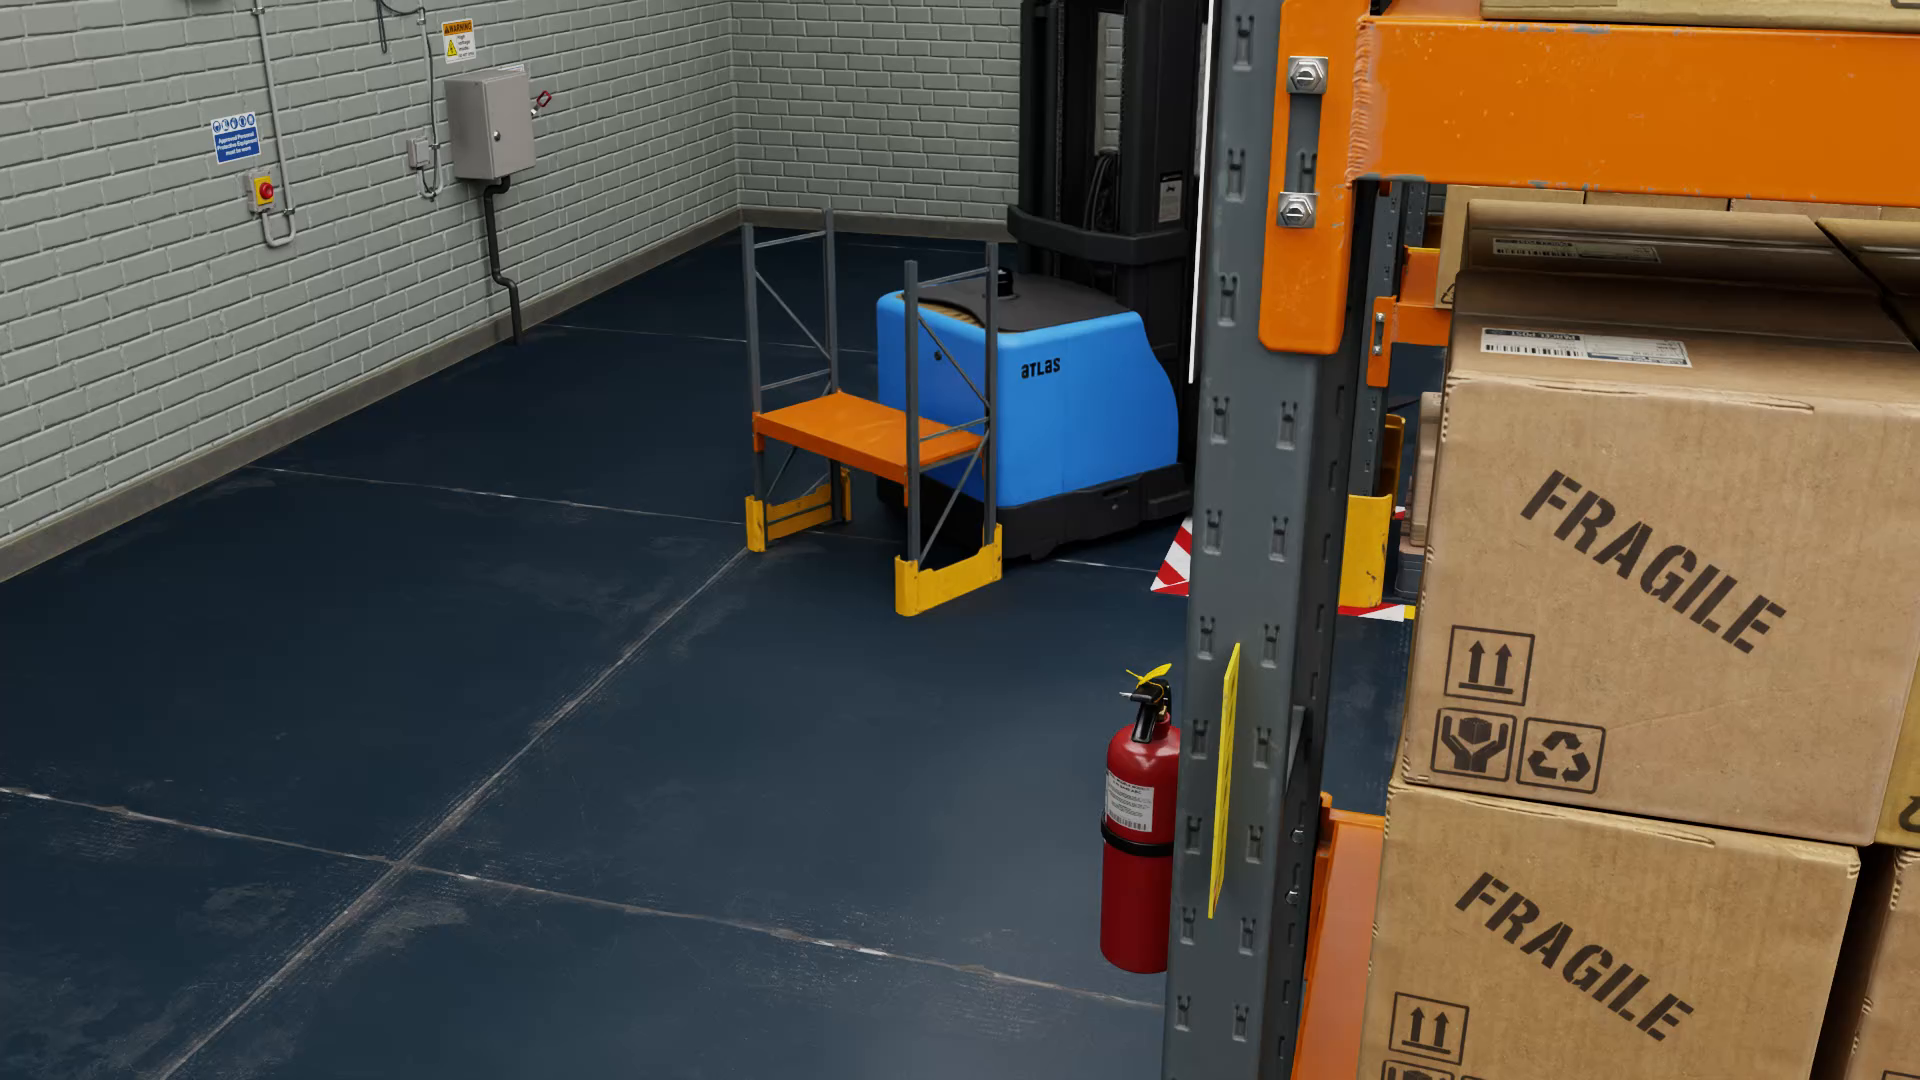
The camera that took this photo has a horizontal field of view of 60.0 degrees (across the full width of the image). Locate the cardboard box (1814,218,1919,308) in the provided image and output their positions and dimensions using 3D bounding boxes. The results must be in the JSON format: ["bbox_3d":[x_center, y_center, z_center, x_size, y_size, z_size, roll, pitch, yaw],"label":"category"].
[{"bbox_3d":[1.466,-0.140,2.319,0.500,0.500,0.500,6,23,14],"label":"cardboard box"}]

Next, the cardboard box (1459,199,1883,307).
[{"bbox_3d":[0.981,-0.196,2.454,0.500,0.500,0.500,6,23,14],"label":"cardboard box"}]

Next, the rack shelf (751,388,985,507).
[{"bbox_3d":[-0.391,-0.421,7.295,1.000,0.185,0.538,21,30,41],"label":"rack shelf"}]

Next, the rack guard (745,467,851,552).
[{"bbox_3d":[-0.751,-0.145,7.794,0.087,0.250,0.587,21,30,41],"label":"rack guard"}]

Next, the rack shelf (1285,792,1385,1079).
[{"bbox_3d":[2.386,1.043,2.223,4.000,0.370,1.077,7,23,16],"label":"rack shelf"}]

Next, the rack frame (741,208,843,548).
[{"bbox_3d":[-0.752,-0.724,7.558,0.032,1.500,0.500,21,30,41],"label":"rack frame"}]

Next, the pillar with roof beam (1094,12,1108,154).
[{"bbox_3d":[-0.330,-4.957,7.998,0.400,9.000,9.100,7,23,16],"label":"pillar with roof beam"}]

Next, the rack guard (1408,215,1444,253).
[{"bbox_3d":[3.307,-1.958,11.884,0.348,0.500,1.175,7,23,16],"label":"rack guard"}]

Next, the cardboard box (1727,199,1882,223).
[{"bbox_3d":[3.155,-1.101,6.369,0.500,0.500,0.500,6,23,15],"label":"cardboard box"}]

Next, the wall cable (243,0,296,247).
[{"bbox_3d":[-3.601,-2.413,8.320,0.123,1.953,0.585,7,23,16],"label":"wall cable"}]

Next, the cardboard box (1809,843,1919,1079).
[{"bbox_3d":[1.341,0.506,2.061,0.500,0.500,0.500,7,23,16],"label":"cardboard box"}]

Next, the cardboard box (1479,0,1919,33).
[{"bbox_3d":[0.827,-0.686,1.734,0.500,0.250,0.500,7,23,17],"label":"cardboard box"}]

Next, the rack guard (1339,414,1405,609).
[{"bbox_3d":[1.781,-0.165,7.514,0.348,0.500,1.175,7,23,16],"label":"rack guard"}]

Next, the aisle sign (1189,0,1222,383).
[{"bbox_3d":[0.314,-0.611,1.882,0.004,0.787,0.394,7,23,16],"label":"aisle sign"}]

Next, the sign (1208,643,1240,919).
[{"bbox_3d":[0.314,0.287,1.976,0.005,0.325,0.100,7,23,16],"label":"sign"}]

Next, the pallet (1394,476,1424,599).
[{"bbox_3d":[2.592,0.031,7.418,1.213,0.211,1.003,7,23,16],"label":"pallet"}]

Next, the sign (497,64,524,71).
[{"bbox_3d":[-2.910,-2.834,10.851,0.001,0.494,0.329,7,23,16],"label":"sign"}]

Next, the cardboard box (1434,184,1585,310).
[{"bbox_3d":[2.181,-1.208,6.631,0.500,0.500,0.500,6,23,15],"label":"cardboard box"}]

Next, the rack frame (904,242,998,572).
[{"bbox_3d":[-0.030,-0.452,6.895,0.032,1.500,0.500,21,30,41],"label":"rack frame"}]

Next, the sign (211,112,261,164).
[{"bbox_3d":[-3.674,-2.043,8.441,0.001,0.218,0.327,7,23,16],"label":"sign"}]

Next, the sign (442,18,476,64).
[{"bbox_3d":[-3.069,-3.060,10.190,0.001,0.242,0.339,7,23,16],"label":"sign"}]

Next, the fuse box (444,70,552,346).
[{"bbox_3d":[-2.855,-2.080,10.585,0.414,1.711,0.539,7,23,16],"label":"fuse box"}]

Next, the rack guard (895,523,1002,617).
[{"bbox_3d":[-0.044,0.121,7.145,0.087,0.250,0.587,21,30,41],"label":"rack guard"}]

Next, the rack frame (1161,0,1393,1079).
[{"bbox_3d":[0.470,0.492,2.618,0.053,2.616,0.949,7,23,16],"label":"rack frame"}]

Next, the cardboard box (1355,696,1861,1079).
[{"bbox_3d":[0.821,0.456,2.181,0.500,0.500,0.500,8,24,18],"label":"cardboard box"}]

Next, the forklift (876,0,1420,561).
[{"bbox_3d":[1.088,-1.688,8.022,3.031,2.935,1.130,-15,27,-33],"label":"forklift"}]

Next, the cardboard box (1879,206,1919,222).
[{"bbox_3d":[3.639,-1.052,6.250,0.500,0.500,0.500,7,23,17],"label":"cardboard box"}]

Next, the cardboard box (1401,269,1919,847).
[{"bbox_3d":[0.824,-0.010,2.001,0.500,0.500,0.500,6,23,15],"label":"cardboard box"}]

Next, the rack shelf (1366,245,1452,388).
[{"bbox_3d":[3.719,-0.767,6.635,4.000,0.370,1.077,7,23,16],"label":"rack shelf"}]

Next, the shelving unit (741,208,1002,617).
[{"bbox_3d":[-0.398,-0.590,7.233,1.083,1.500,0.587,21,30,41],"label":"shelving unit"}]

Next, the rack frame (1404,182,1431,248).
[{"bbox_3d":[3.234,-3.123,11.430,0.127,3.000,1.000,7,23,16],"label":"rack frame"}]

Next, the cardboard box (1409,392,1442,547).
[{"bbox_3d":[2.465,-0.292,7.351,0.875,0.438,0.875,6,23,14],"label":"cardboard box"}]

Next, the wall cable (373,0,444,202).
[{"bbox_3d":[-3.203,-2.915,9.585,0.122,1.984,0.588,7,23,16],"label":"wall cable"}]

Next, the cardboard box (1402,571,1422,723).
[{"bbox_3d":[0.975,0.263,2.654,0.500,0.500,0.500,7,23,17],"label":"cardboard box"}]

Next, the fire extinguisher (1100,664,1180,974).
[{"bbox_3d":[0.363,0.504,3.183,0.183,0.674,0.296,7,23,16],"label":"fire extinguisher"}]

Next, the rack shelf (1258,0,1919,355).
[{"bbox_3d":[2.386,-0.345,1.654,4.000,0.370,1.077,7,23,16],"label":"rack shelf"}]

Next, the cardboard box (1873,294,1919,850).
[{"bbox_3d":[1.309,0.043,1.872,0.500,0.500,0.500,7,23,17],"label":"cardboard box"}]

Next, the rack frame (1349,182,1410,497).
[{"bbox_3d":[1.804,-1.319,7.033,0.127,3.000,1.000,7,23,16],"label":"rack frame"}]

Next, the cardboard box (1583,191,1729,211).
[{"bbox_3d":[2.673,-1.163,6.521,0.500,0.500,0.500,6,23,15],"label":"cardboard box"}]
